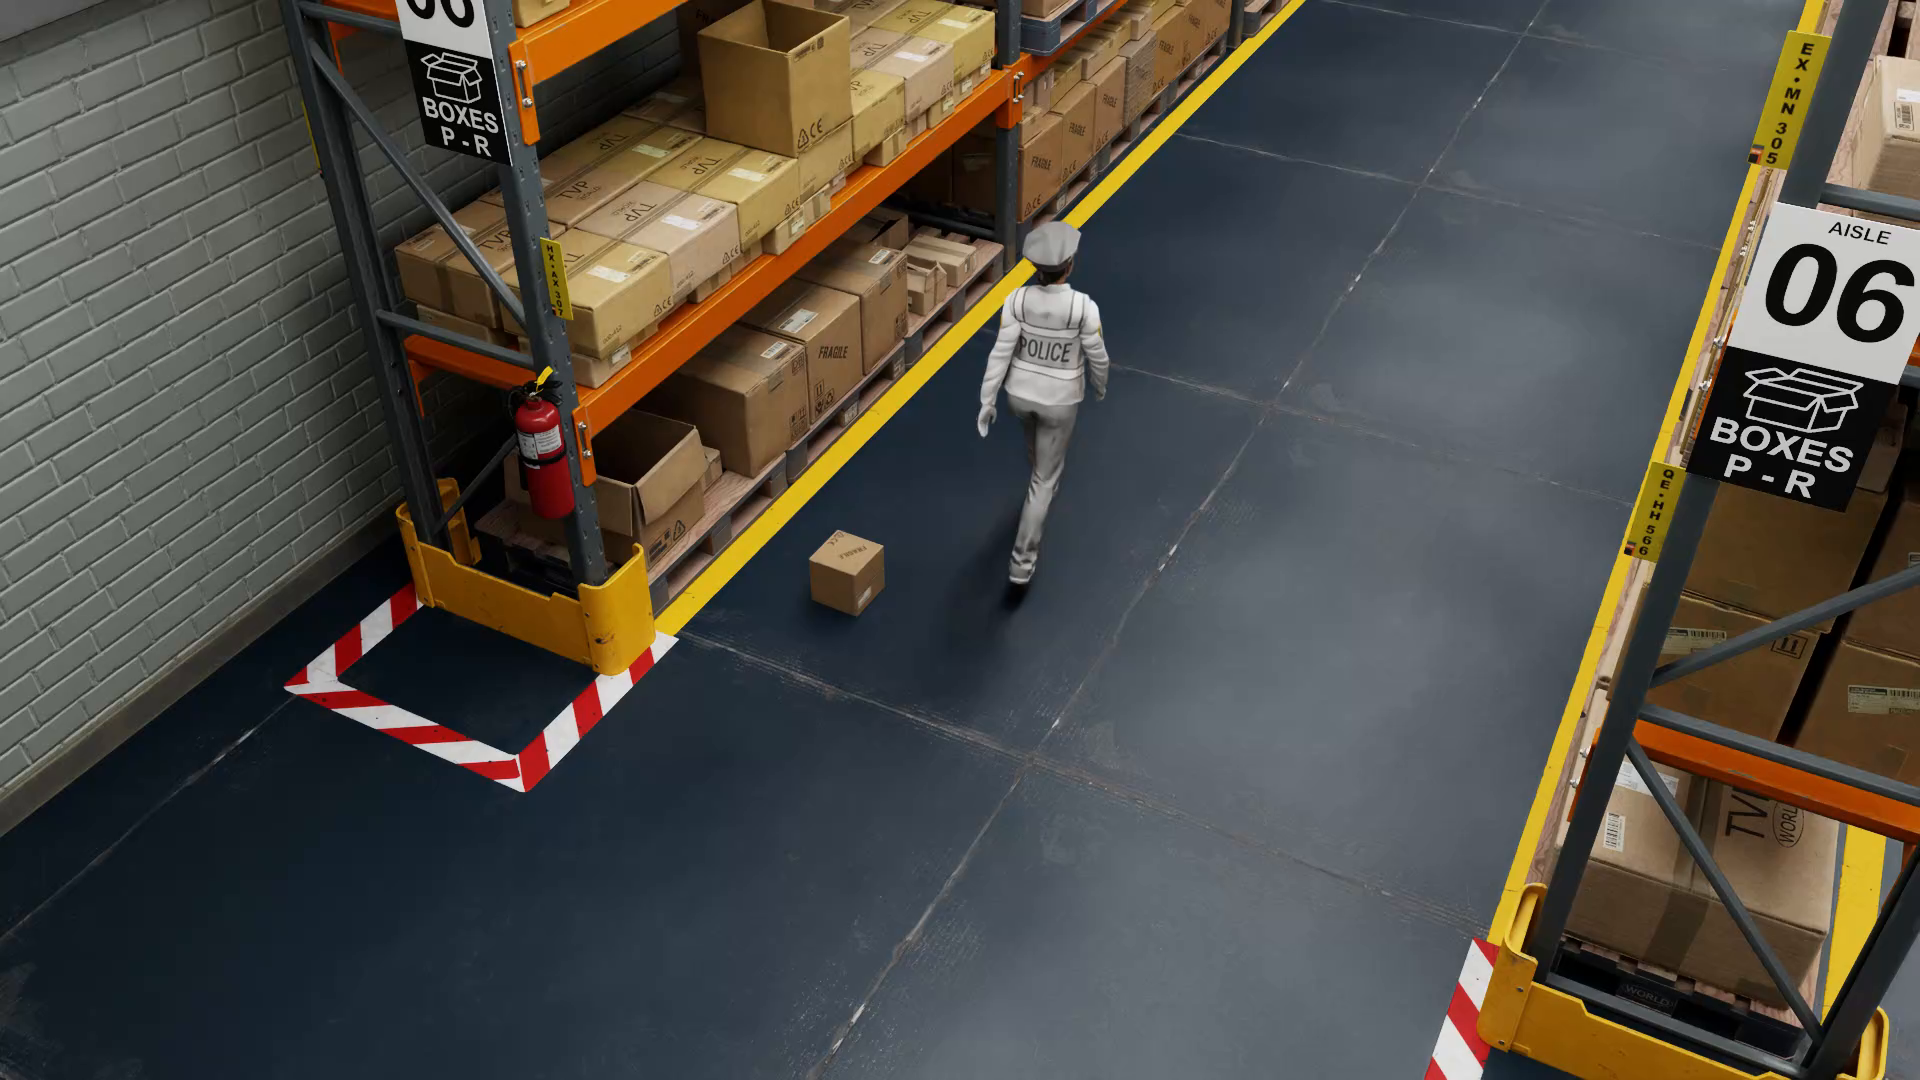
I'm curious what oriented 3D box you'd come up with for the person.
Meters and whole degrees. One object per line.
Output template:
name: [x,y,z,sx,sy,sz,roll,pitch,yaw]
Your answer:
person: [0.396,-0.670,7.601,0.523,1.619,1.085,15,41,18]
